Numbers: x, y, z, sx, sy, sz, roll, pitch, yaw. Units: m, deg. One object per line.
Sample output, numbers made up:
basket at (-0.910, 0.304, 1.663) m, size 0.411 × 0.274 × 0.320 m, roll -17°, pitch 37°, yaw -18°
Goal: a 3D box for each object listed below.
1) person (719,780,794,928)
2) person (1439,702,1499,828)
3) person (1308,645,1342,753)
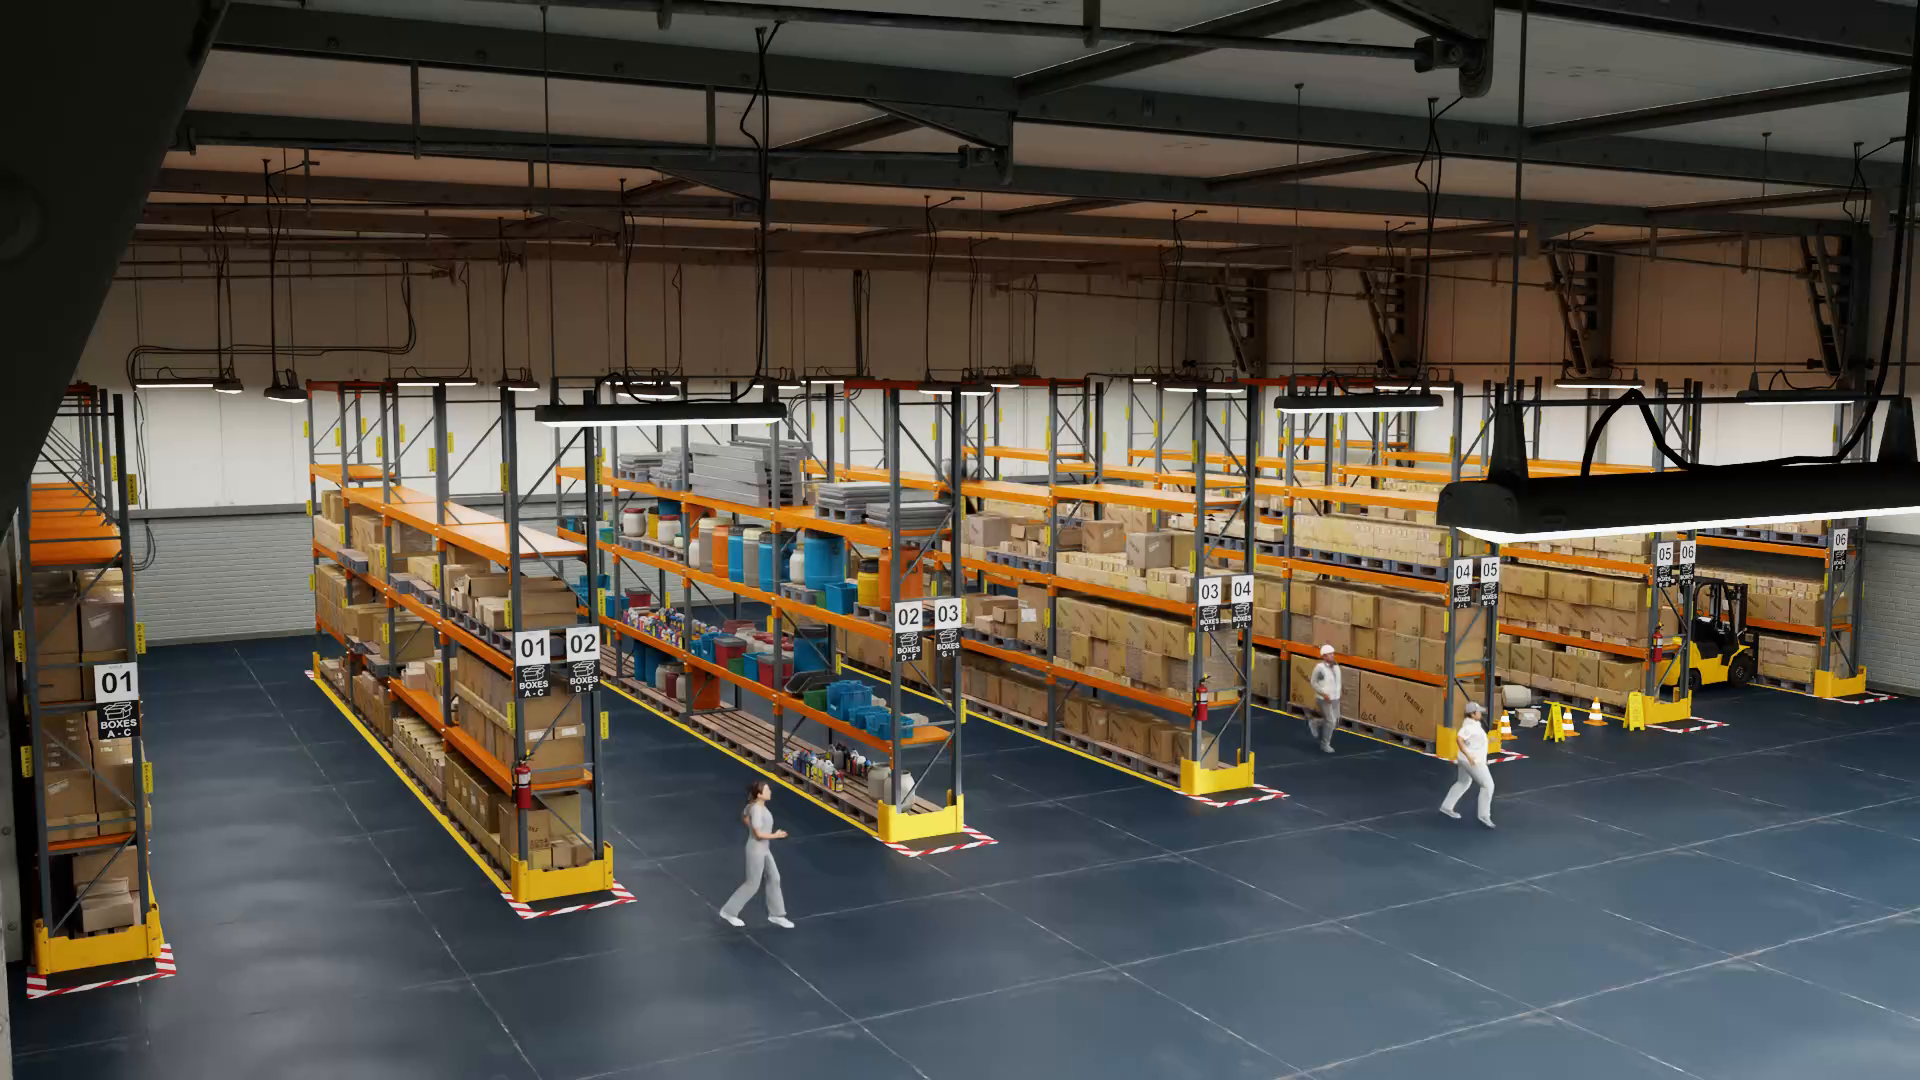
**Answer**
person at (-2.283, 3.525, 18.608) m, size 0.830 × 1.714 × 0.579 m, roll 0°, pitch 6°, yaw -3°
person at (7.004, 3.083, 22.836) m, size 0.764 × 1.729 × 0.579 m, roll 1°, pitch 6°, yaw 5°
person at (5.970, 2.575, 27.296) m, size 0.553 × 1.756 × 0.651 m, roll -4°, pitch 7°, yaw -35°
